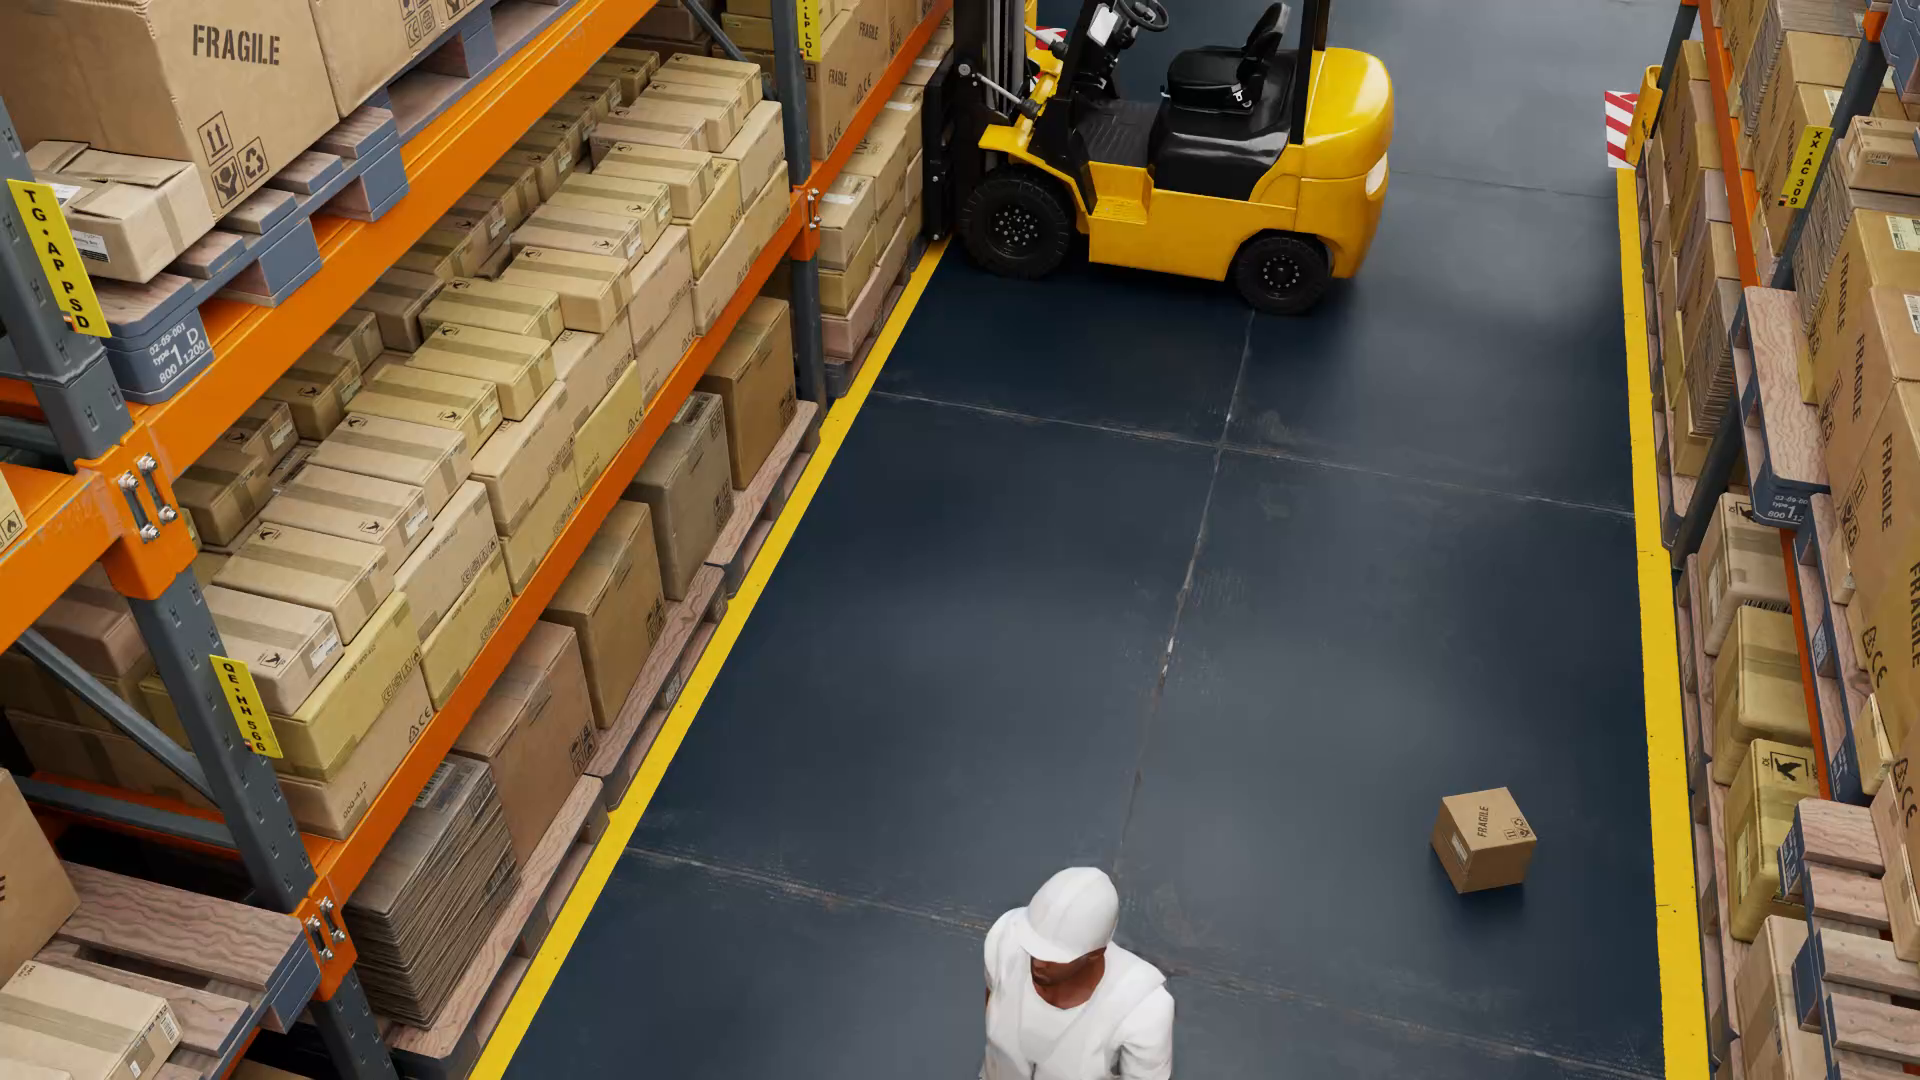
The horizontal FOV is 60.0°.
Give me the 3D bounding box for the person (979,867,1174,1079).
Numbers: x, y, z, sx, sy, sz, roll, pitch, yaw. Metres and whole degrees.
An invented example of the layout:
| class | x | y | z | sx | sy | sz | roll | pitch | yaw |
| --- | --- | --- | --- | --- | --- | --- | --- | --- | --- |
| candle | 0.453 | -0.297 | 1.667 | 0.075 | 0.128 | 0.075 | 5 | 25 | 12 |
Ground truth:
| class | x | y | z | sx | sy | sz | roll | pitch | yaw |
| --- | --- | --- | --- | --- | --- | --- | --- | --- | --- |
| person | 0.278 | 1.469 | 4.431 | 0.563 | 1.729 | 0.992 | 20 | 45 | 21 |
